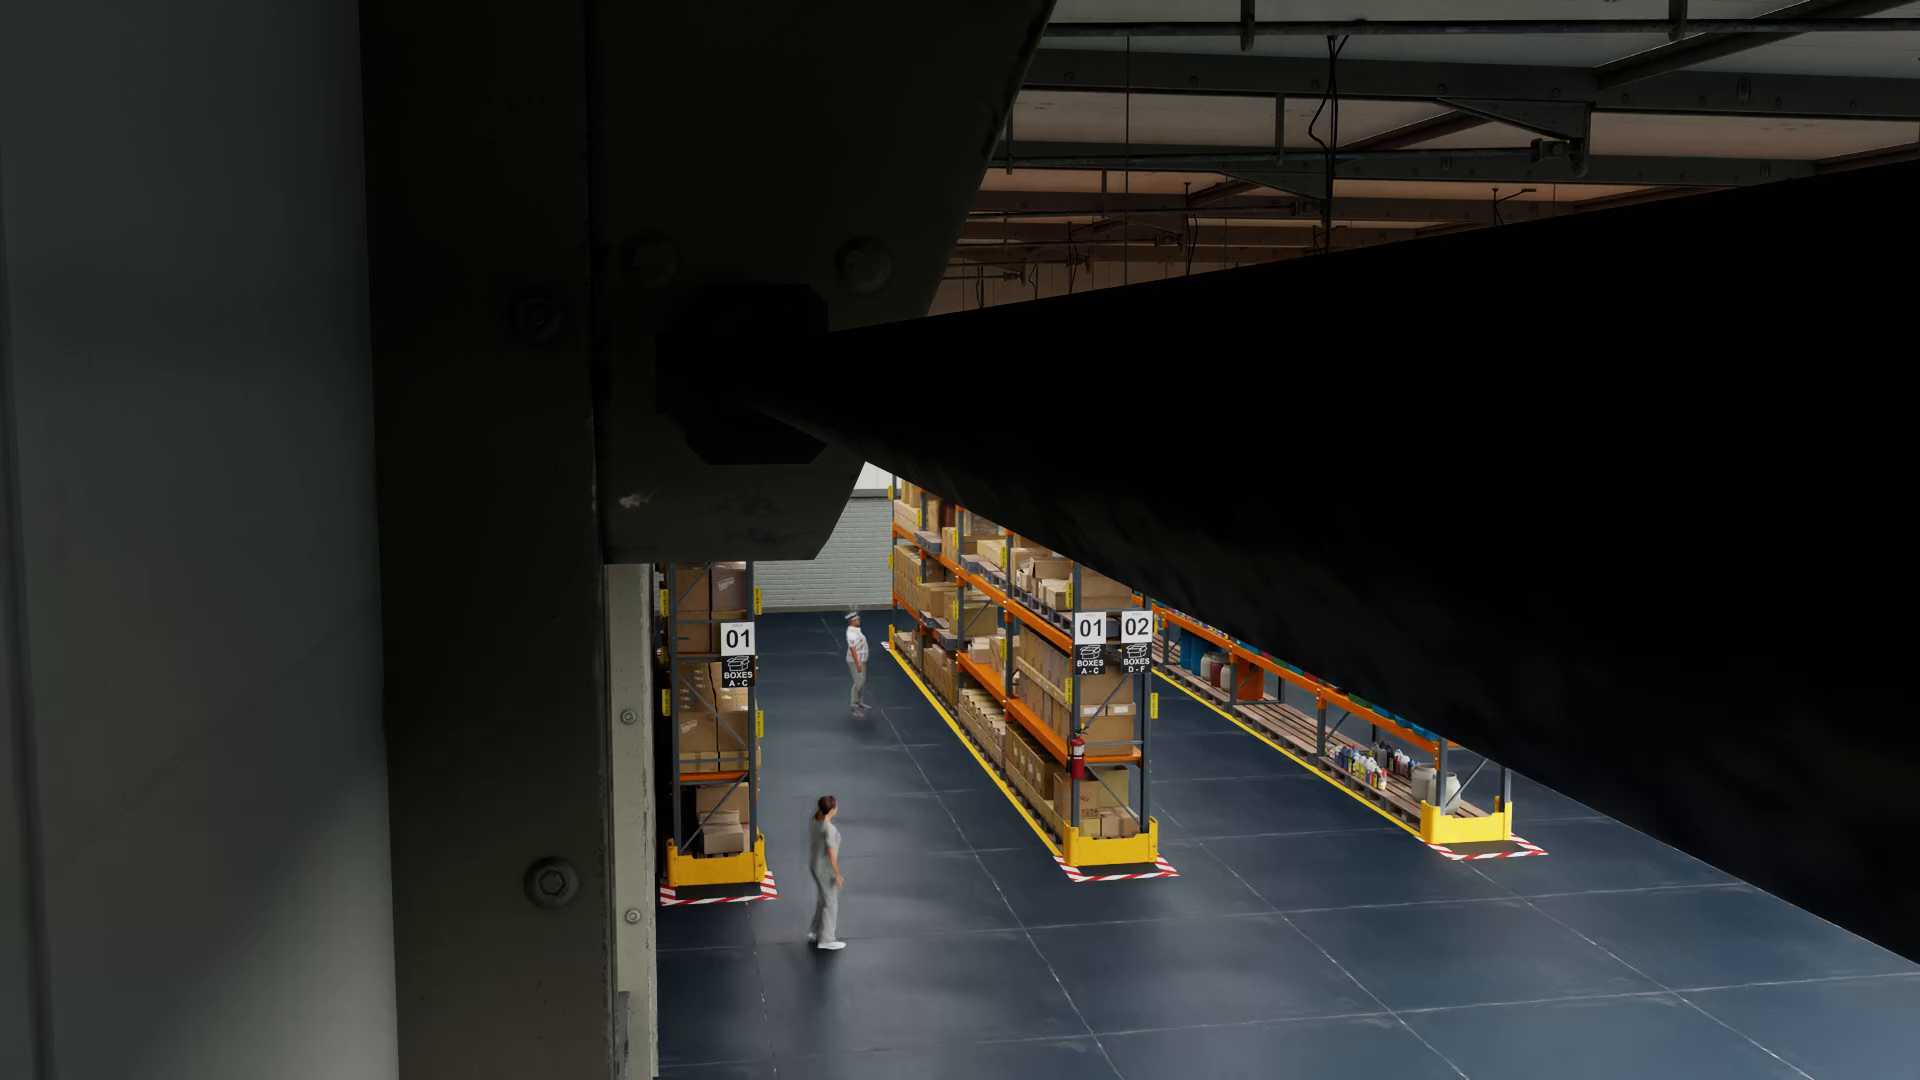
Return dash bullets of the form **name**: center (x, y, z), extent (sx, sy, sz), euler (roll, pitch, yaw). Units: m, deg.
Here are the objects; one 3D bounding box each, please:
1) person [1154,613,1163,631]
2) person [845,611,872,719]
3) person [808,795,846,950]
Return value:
- **person**: center (4.505, 1.252, 38.751), extent (0.570, 1.803, 0.363), euler (-2, 6, -18)
- **person**: center (-1.799, 2.178, 29.414), extent (0.463, 1.872, 0.614), euler (1, 6, 11)
- **person**: center (-1.447, 3.597, 17.954), extent (0.342, 1.721, 0.523), euler (-3, 7, -22)
